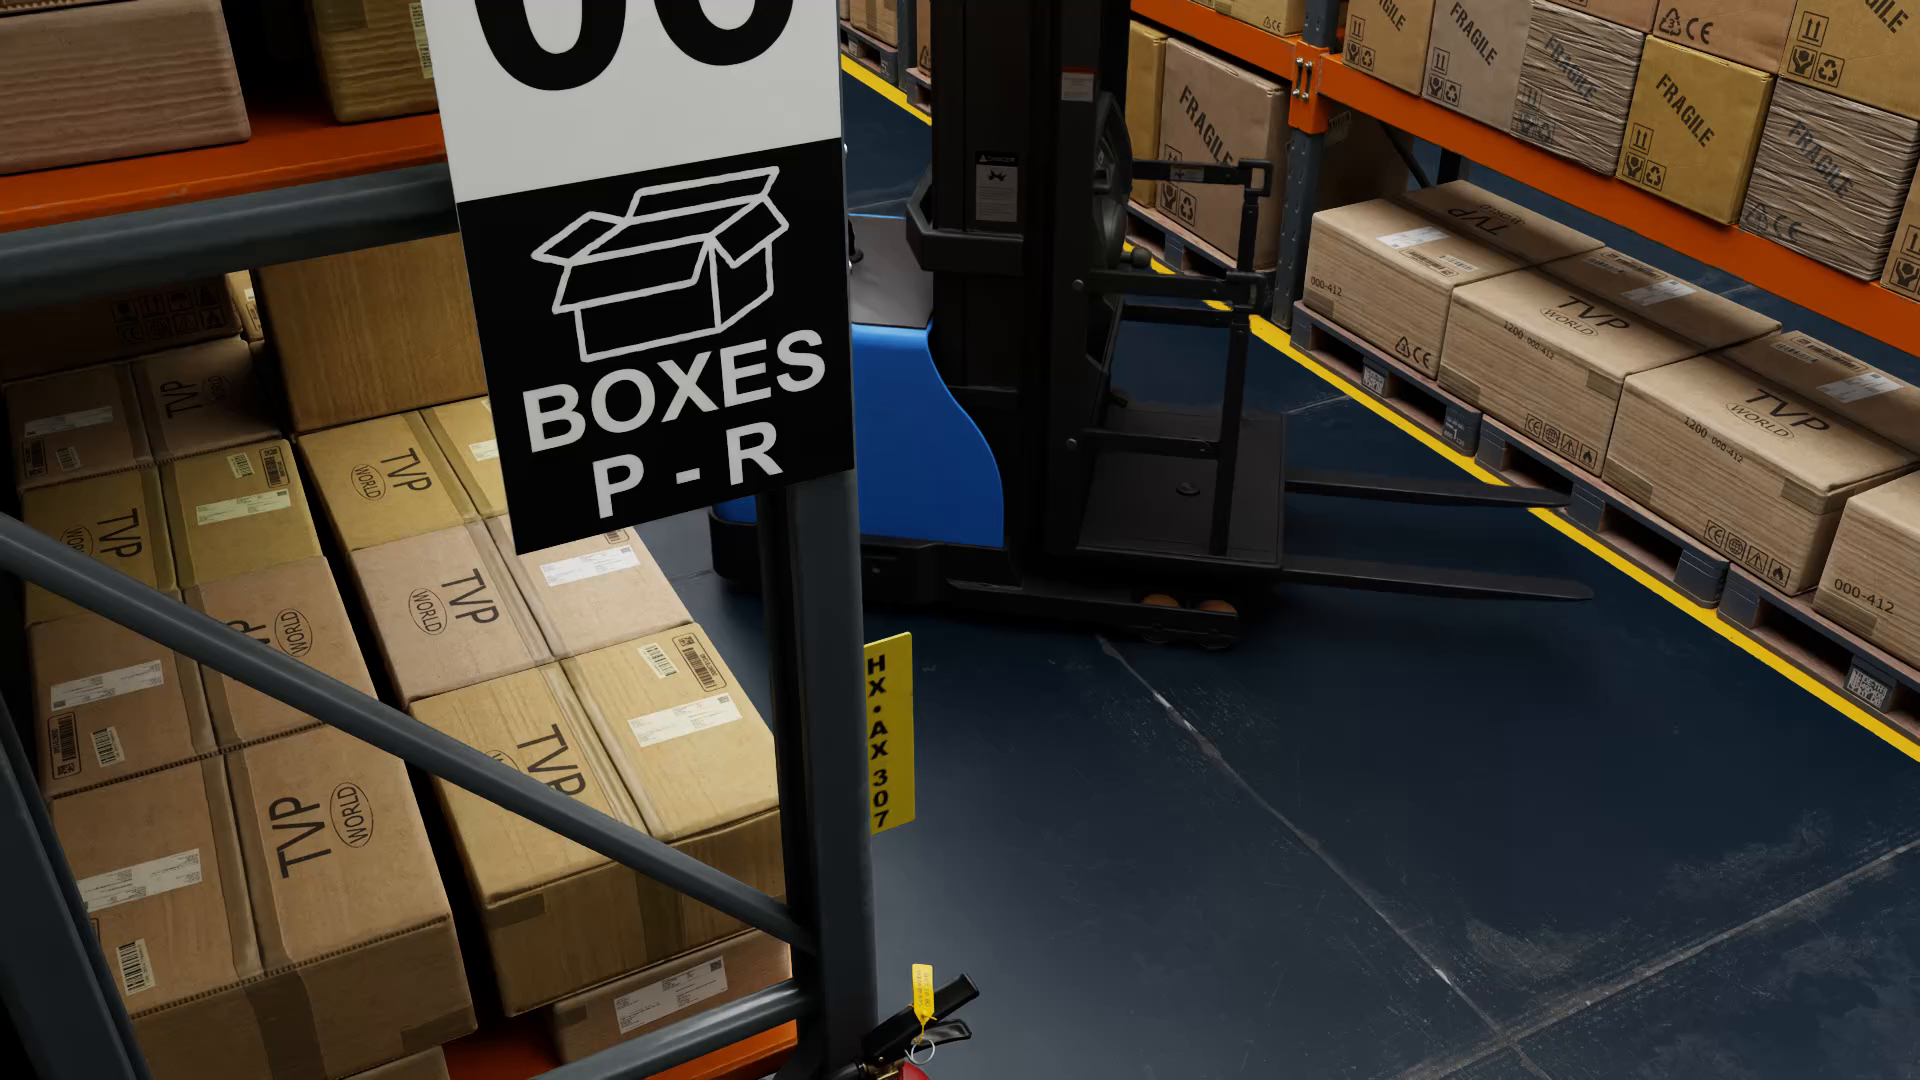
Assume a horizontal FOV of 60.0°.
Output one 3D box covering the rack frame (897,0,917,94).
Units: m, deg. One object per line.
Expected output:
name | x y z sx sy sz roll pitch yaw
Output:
rack frame | 0.071 -4.297 10.177 1.000 3.000 0.127 -16 36 -23

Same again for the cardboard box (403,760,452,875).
cardboard box | -0.812 0.424 3.040 0.380 0.149 0.250 -16 36 -24

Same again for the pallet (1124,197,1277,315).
pallet | 1.509 -1.563 8.494 1.003 0.211 1.213 -16 36 -23

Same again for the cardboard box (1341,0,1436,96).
cardboard box | 1.923 -2.140 6.718 0.500 0.500 0.500 -15 35 -22

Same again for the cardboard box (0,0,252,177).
cardboard box | -0.942 -0.481 1.672 0.380 0.149 0.250 -15 36 -22

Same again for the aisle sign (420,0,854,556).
aisle sign | -0.297 -0.365 1.629 0.394 0.787 0.004 -16 36 -23

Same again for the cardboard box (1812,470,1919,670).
cardboard box | 3.405 0.133 5.248 0.875 0.438 0.875 -17 36 -25

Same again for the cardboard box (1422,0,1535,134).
cardboard box | 2.154 -1.899 6.341 0.500 0.500 0.500 -16 36 -23

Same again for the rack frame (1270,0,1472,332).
rack frame | 1.936 -2.388 7.197 1.000 3.000 0.127 -16 36 -23

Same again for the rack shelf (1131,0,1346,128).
rack shelf | 1.003 -3.040 8.881 1.077 0.370 4.000 -16 36 -23

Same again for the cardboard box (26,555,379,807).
cardboard box | -1.277 0.310 2.849 0.500 0.250 0.500 -16 36 -23

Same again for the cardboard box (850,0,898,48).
cardboard box | -0.184 -3.640 11.197 0.950 0.372 0.625 -18 37 -26

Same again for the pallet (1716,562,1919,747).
pallet | 3.359 0.333 5.535 1.003 0.211 1.213 -16 36 -23

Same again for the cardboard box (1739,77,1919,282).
cardboard box | 2.873 -1.171 5.205 0.500 0.500 0.500 -15 36 -22

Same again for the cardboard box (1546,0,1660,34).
cardboard box | 2.403 -2.073 5.686 0.500 0.500 0.500 -15 36 -22

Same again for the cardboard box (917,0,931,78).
cardboard box | 0.319 -3.229 10.089 0.875 0.875 0.875 -16 36 -24

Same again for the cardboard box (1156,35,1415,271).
cardboard box | 1.576 -1.946 8.087 0.875 0.875 0.875 -15 35 -22

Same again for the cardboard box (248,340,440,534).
cardboard box | -1.293 -0.296 3.794 0.500 0.250 0.500 -17 36 -24

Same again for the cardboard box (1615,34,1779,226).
cardboard box | 2.620 -1.414 5.584 0.500 0.500 0.500 -15 35 -22

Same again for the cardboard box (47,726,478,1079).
cardboard box | -1.038 0.556 2.465 0.500 0.250 0.500 -15 36 -22

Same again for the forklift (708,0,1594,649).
forklift | 0.681 -1.174 5.365 3.031 2.935 1.130 6 33 9

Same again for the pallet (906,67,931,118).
pallet | 0.372 -2.728 10.312 1.003 0.211 1.213 -16 36 -23

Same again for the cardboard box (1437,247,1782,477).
cardboard box | 2.552 -0.732 6.598 0.875 0.438 0.875 -17 36 -24

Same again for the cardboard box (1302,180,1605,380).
cardboard box | 2.134 -1.160 7.265 0.875 0.438 0.875 -16 36 -24

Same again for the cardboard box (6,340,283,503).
cardboard box | -1.747 -0.177 3.609 0.500 0.250 0.500 -16 36 -23

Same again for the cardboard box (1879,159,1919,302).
cardboard box | 3.121 -0.928 4.826 0.500 0.500 0.500 -17 36 -24

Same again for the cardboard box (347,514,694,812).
cardboard box | -0.797 0.184 3.045 0.500 0.250 0.500 -15 36 -23

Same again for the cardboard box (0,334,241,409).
cardboard box | -1.983 -0.411 3.975 0.500 0.250 0.500 -15 36 -22

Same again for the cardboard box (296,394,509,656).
cardboard box | -1.036 -0.057 3.422 0.500 0.250 0.500 -17 36 -24

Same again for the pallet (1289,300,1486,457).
pallet | 2.221 -0.831 7.352 1.003 0.211 1.213 -16 36 -23

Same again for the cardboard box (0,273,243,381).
cardboard box | -1.995 -0.738 3.790 0.500 0.500 0.500 -17 36 -24

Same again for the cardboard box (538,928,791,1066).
cardboard box | -0.499 0.651 2.686 0.380 0.149 0.250 -16 36 -23

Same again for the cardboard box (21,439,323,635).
cardboard box | -1.504 0.072 3.220 0.500 0.250 0.500 -15 35 -22

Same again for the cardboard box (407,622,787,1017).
cardboard box | -0.562 0.425 2.670 0.500 0.250 0.500 -16 36 -23

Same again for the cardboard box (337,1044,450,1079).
cardboard box | -0.980 0.786 2.475 0.380 0.149 0.250 -16 36 -24

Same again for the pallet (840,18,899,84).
pallet | -0.292 -3.496 11.511 1.003 0.211 1.213 -16 36 -23

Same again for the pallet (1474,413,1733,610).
pallet | 2.794 -0.248 6.442 1.003 0.211 1.213 -16 36 -23

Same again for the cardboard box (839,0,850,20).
cardboard box | -0.535 -3.990 11.743 0.950 0.372 0.625 -17 36 -24

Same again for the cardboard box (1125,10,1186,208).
cardboard box | 1.148 -2.375 8.757 0.875 0.875 0.875 -15 36 -22

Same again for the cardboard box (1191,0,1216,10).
cardboard box | 1.267 -2.719 7.852 0.500 0.250 0.500 -16 36 -24

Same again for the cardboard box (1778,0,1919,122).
cardboard box | 2.868 -1.591 4.934 0.500 0.500 0.500 -16 36 -23

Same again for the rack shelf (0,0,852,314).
rack shelf | -1.521 -1.144 3.141 1.077 0.370 4.000 -16 36 -23

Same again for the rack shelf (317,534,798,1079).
rack shelf | -1.521 0.119 3.950 1.077 0.370 4.000 -16 36 -23

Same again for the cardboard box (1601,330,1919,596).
cardboard box | 2.971 -0.302 5.926 0.875 0.438 0.875 -15 36 -22

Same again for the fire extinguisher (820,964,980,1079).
fire extinguisher | -0.111 0.915 2.459 0.296 0.674 0.183 -16 36 -23

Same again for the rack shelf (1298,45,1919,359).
rack shelf | 2.868 -1.131 5.901 1.077 0.370 4.000 -16 36 -23

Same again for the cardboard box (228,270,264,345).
cardboard box | -1.533 -0.542 4.178 0.500 0.250 0.500 -16 36 -23

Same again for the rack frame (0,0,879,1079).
rack frame | -0.586 0.770 2.267 0.949 2.616 0.053 -16 36 -23

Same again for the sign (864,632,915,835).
sign | -0.109 0.270 2.246 0.100 0.325 0.005 -16 36 -23

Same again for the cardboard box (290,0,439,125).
cardboard box | -0.531 -0.597 1.853 0.380 0.149 0.250 -15 36 -22

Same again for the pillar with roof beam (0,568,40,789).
pillar with roof beam | 0.882 -4.188 4.445 9.100 9.000 0.400 -16 36 -23

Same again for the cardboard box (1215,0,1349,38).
cardboard box | 1.504 -2.476 7.473 0.500 0.250 0.500 -17 36 -24

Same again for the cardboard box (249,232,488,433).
cardboard box | -1.261 -0.607 3.585 0.500 0.500 0.500 -15 36 -22

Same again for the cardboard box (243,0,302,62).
cardboard box | -0.677 -0.715 2.038 0.380 0.149 0.250 -15 36 -22

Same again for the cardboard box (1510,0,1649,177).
cardboard box | 2.380 -1.660 5.968 0.500 0.500 0.500 -16 36 -23

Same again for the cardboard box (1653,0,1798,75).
cardboard box | 2.635 -1.832 5.309 0.500 0.500 0.500 -16 36 -23
